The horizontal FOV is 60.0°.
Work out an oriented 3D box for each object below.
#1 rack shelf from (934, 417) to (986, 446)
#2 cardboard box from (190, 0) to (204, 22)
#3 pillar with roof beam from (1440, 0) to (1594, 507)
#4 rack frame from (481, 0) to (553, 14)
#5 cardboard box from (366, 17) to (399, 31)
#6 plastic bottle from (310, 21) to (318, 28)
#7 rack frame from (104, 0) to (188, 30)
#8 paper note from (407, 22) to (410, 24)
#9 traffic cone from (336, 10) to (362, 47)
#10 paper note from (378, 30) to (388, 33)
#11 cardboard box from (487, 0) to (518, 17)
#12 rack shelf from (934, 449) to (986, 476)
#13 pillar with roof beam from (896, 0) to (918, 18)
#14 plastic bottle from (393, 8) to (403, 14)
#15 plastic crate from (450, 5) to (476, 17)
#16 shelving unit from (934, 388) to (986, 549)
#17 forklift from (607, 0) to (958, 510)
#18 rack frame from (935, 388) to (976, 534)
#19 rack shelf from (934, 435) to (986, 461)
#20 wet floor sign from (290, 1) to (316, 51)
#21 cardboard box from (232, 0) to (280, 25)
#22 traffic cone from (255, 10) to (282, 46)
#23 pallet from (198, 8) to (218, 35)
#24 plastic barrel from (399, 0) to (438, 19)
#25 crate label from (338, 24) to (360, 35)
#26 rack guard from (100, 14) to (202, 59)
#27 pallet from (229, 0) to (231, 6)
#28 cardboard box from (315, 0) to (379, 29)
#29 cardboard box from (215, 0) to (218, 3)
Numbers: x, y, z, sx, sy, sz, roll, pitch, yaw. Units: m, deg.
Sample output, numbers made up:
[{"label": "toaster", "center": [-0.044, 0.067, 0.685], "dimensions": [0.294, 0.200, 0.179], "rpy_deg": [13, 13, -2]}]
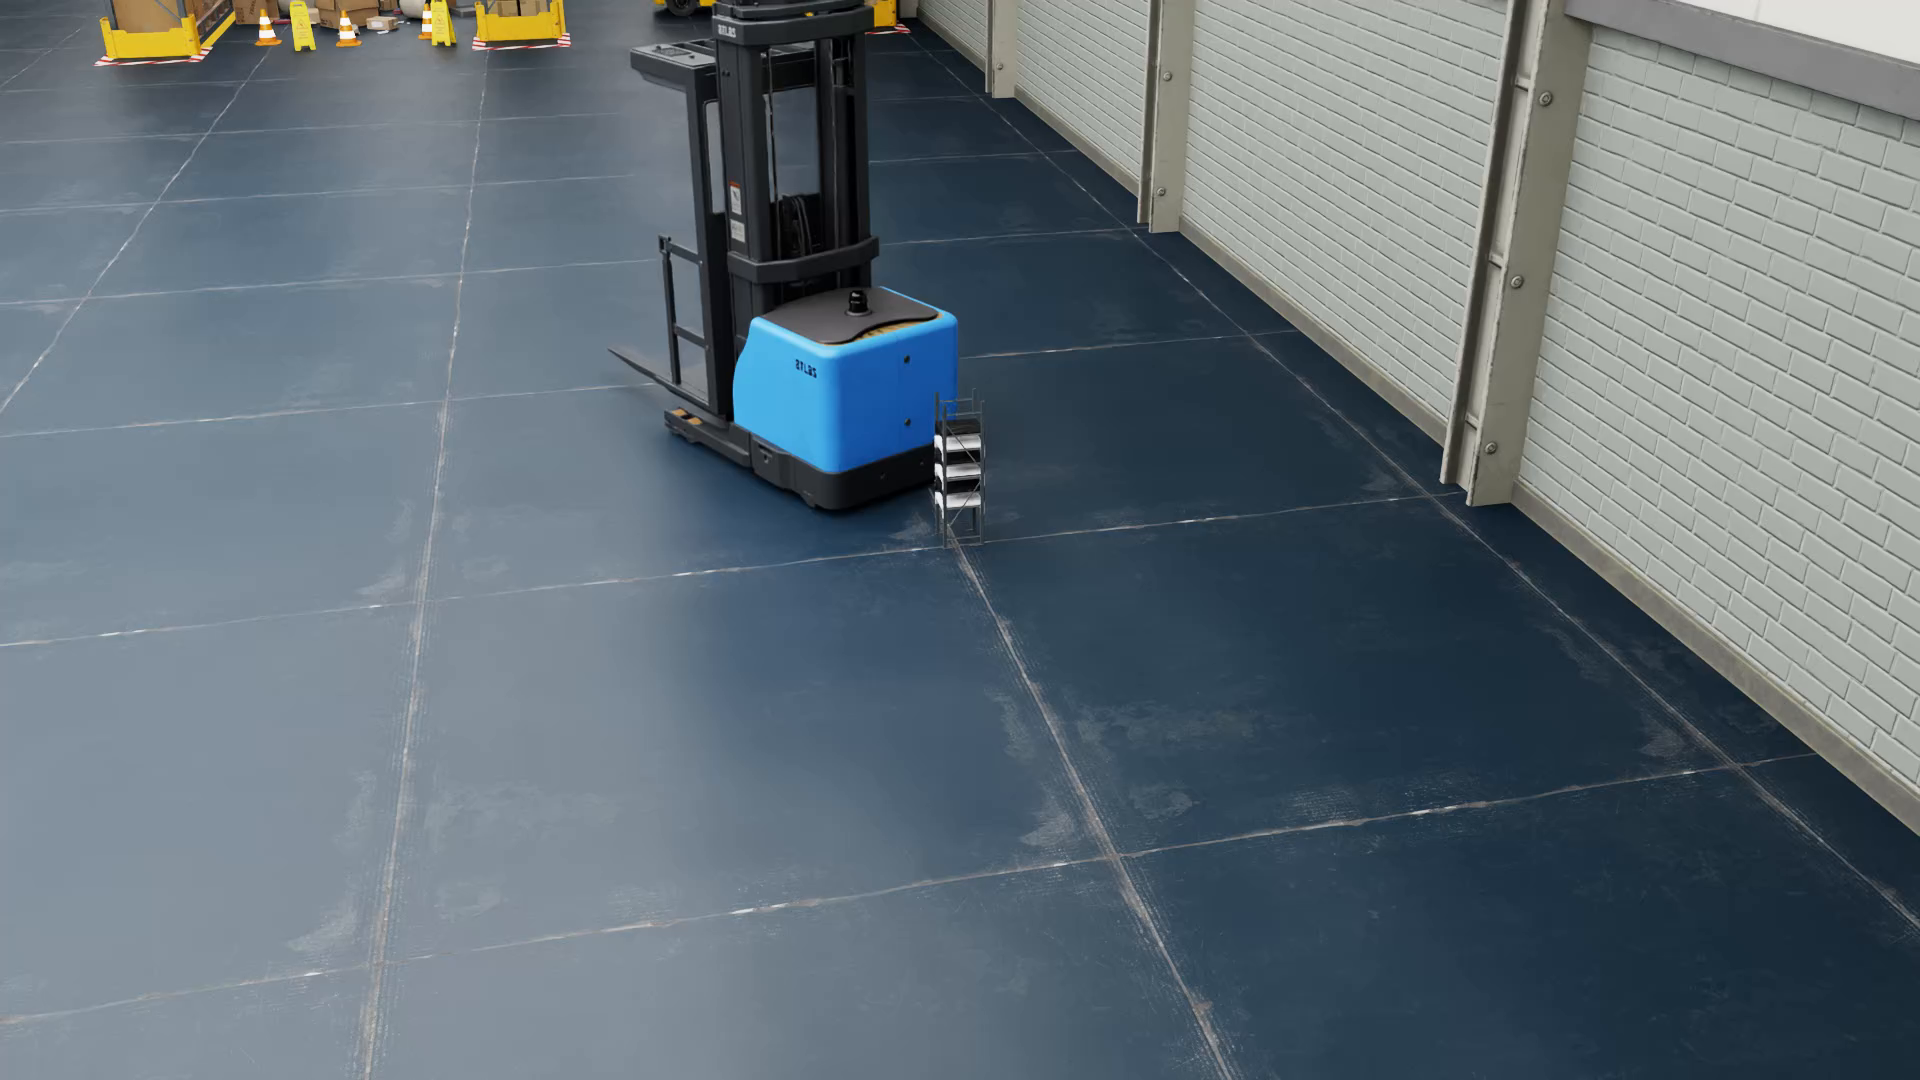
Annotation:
[{"label": "rack shelf", "center": [-0.002, -0.617, 9.448], "dimensions": [0.258, 0.077, 0.200], "rpy_deg": [-6, 27, -12]}, {"label": "cardboard box", "center": [-11.611, -8.014, 24.191], "dimensions": [0.875, 0.875, 0.875], "rpy_deg": [-6, 27, -12]}, {"label": "pillar with roof beam", "center": [-0.975, -3.887, 7.464], "dimensions": [9.100, 9.000, 0.400], "rpy_deg": [-6, 27, -12]}, {"label": "rack frame", "center": [-6.394, -8.645, 23.549], "dimensions": [1.000, 3.000, 0.127], "rpy_deg": [-6, 27, -12]}, {"label": "cardboard box", "center": [-8.657, -7.742, 24.924], "dimensions": [0.380, 0.149, 0.250], "rpy_deg": [8, 28, 15]}, {"label": "plastic bottle", "center": [-9.793, -7.780, 25.097], "dimensions": [0.133, 0.061, 0.283], "rpy_deg": [-16, 31, -29]}, {"label": "rack frame", "center": [-11.193, -8.098, 22.465], "dimensions": [1.000, 3.000, 0.127], "rpy_deg": [-6, 27, -12]}, {"label": "paper note", "center": [-8.413, -7.886, 25.363], "dimensions": [0.032, 0.001, 0.123], "rpy_deg": [-6, 27, -12]}, {"label": "traffic cone", "center": [-8.752, -7.308, 23.716], "dimensions": [0.336, 0.463, 0.334], "rpy_deg": [-6, 27, -12]}, {"label": "paper note", "center": [-8.546, -7.532, 24.640], "dimensions": [0.148, 0.019, 0.142], "rpy_deg": [-16, 31, -29]}, {"label": "cardboard box", "center": [-6.843, -7.943, 24.744], "dimensions": [0.500, 0.250, 0.500], "rpy_deg": [-6, 27, -12]}, {"label": "rack shelf", "center": [-0.002, -0.456, 9.529], "dimensions": [0.258, 0.077, 0.200], "rpy_deg": [-6, 27, -12]}, {"label": "pillar with roof beam", "center": [-5.031, -11.789, 23.120], "dimensions": [9.100, 9.000, 0.400], "rpy_deg": [-6, 27, -12]}, {"label": "plastic bottle", "center": [-8.831, -8.332, 26.190], "dimensions": [0.133, 0.061, 0.283], "rpy_deg": [-1, 27, -3]}, {"label": "plastic crate", "center": [-7.740, -8.325, 26.155], "dimensions": [0.402, 0.080, 0.583], "rpy_deg": [-16, 31, -29]}, {"label": "shelving unit", "center": [-0.002, -0.405, 9.554], "dimensions": [0.258, 0.900, 0.210], "rpy_deg": [-6, 27, -12]}, {"label": "forklift", "center": [-1.327, -2.079, 10.616], "dimensions": [1.130, 2.935, 3.031], "rpy_deg": [-21, 33, -35]}, {"label": "rack frame", "center": [-0.025, -0.450, 9.643], "dimensions": [0.240, 0.900, 0.006], "rpy_deg": [-6, 27, -12]}, {"label": "rack shelf", "center": [-0.002, -0.536, 9.488], "dimensions": [0.258, 0.077, 0.200], "rpy_deg": [-6, 27, -12]}, {"label": "wet floor sign", "center": [-9.258, -7.235, 23.369], "dimensions": [0.267, 0.644, 0.232], "rpy_deg": [-11, 29, -20]}, {"label": "cardboard box", "center": [-10.745, -8.162, 25.363], "dimensions": [0.500, 0.500, 0.500], "rpy_deg": [-1, 27, -3]}, {"label": "traffic cone", "center": [-9.930, -7.343, 23.784], "dimensions": [0.336, 0.463, 0.334], "rpy_deg": [-6, 27, -12]}, {"label": "pallet", "center": [-11.721, -7.731, 24.832], "dimensions": [1.003, 0.211, 1.213], "rpy_deg": [-6, 27, -12]}, {"label": "plastic barrel", "center": [-8.334, -8.248, 25.621], "dimensions": [0.512, 0.421, 0.421], "rpy_deg": [13, 30, 24]}, {"label": "crate label", "center": [-8.990, -7.502, 24.461], "dimensions": [0.250, 0.136, 0.298], "rpy_deg": [-23, 35, -38]}, {"label": "rack guard", "center": [-11.188, -6.972, 23.007], "dimensions": [1.175, 0.500, 0.348], "rpy_deg": [-6, 27, -12]}, {"label": "pallet", "center": [-12.342, -8.940, 27.228], "dimensions": [1.003, 0.211, 1.213], "rpy_deg": [-6, 27, -12]}, {"label": "cardboard box", "center": [-9.256, -8.045, 25.130], "dimensions": [0.637, 0.503, 0.797], "rpy_deg": [19, 32, 32]}, {"label": "cardboard box", "center": [-12.021, -8.810, 25.767], "dimensions": [0.875, 0.875, 0.875], "rpy_deg": [-6, 27, -11]}]
